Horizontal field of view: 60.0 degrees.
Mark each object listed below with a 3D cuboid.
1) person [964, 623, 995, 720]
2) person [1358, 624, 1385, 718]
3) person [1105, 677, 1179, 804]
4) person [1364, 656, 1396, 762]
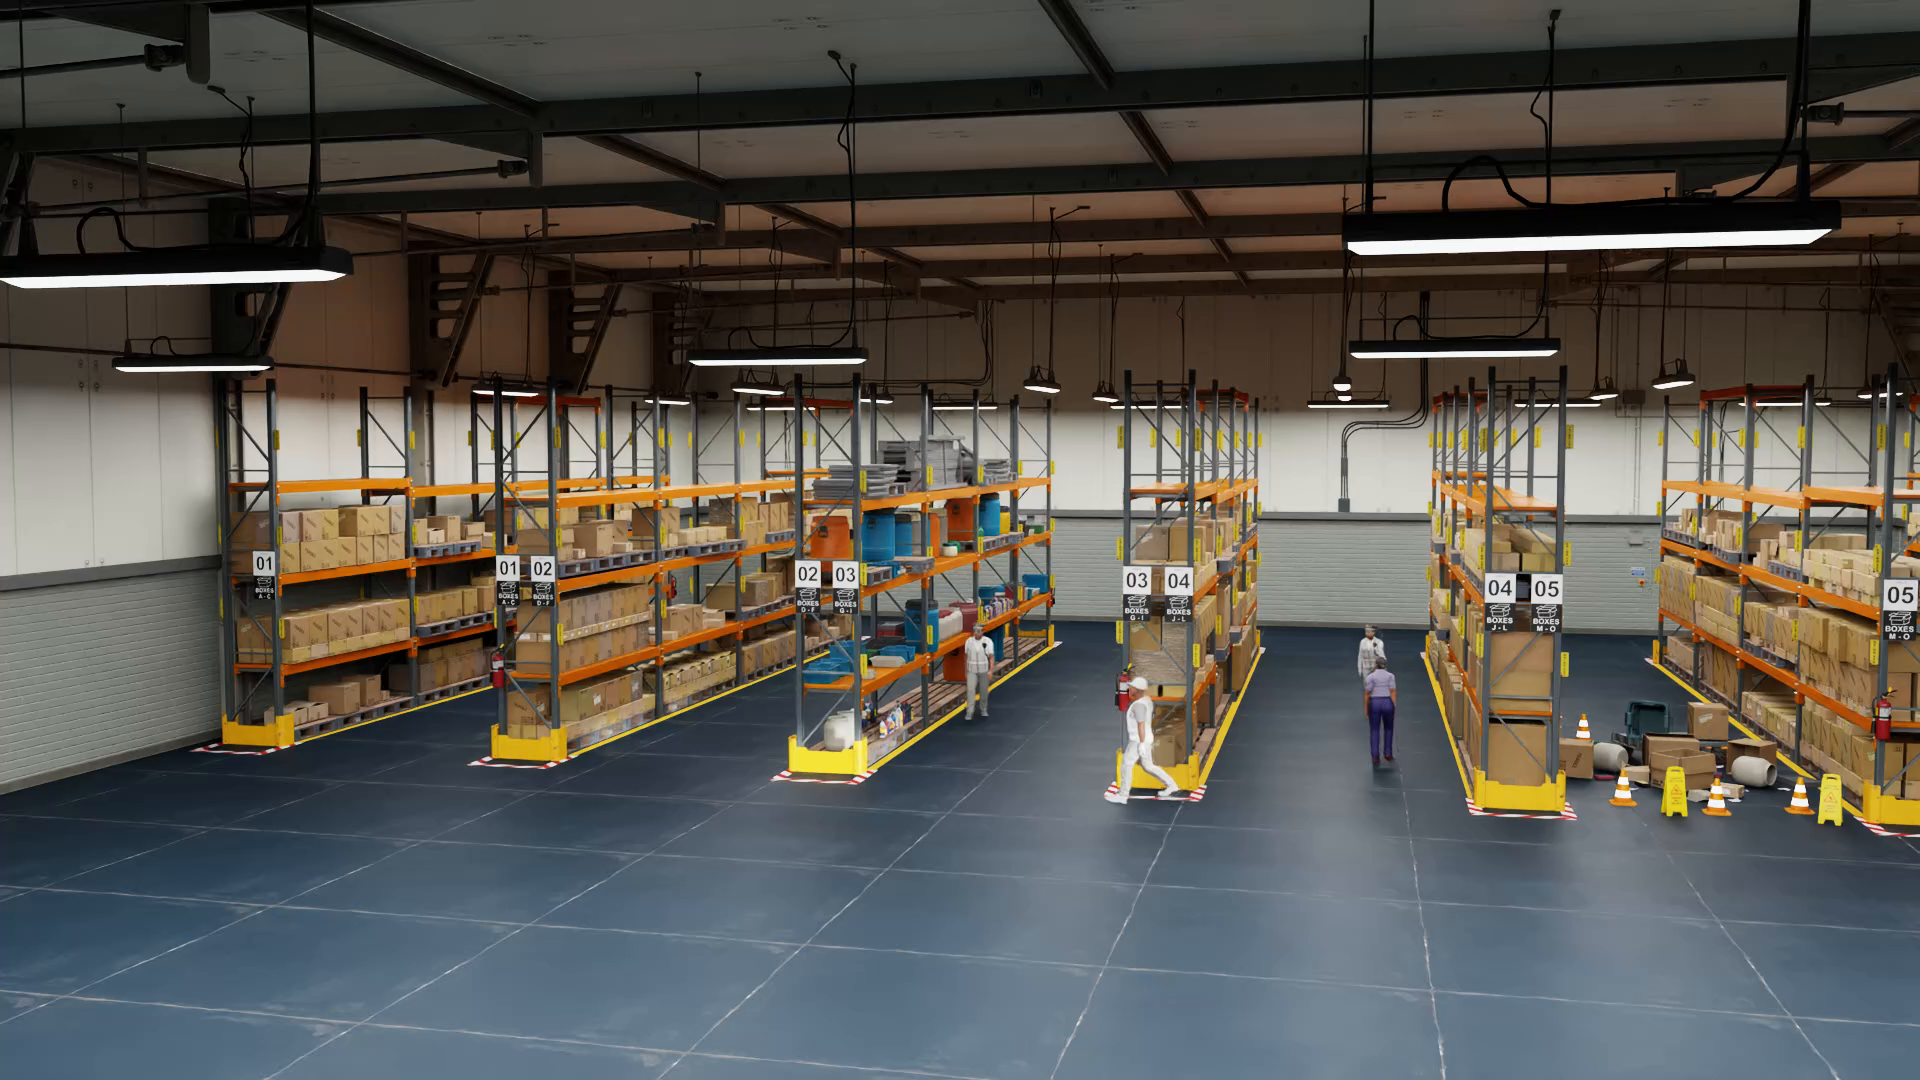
[{"bbox_3d":[0.336,2.338,29.724,0.558,1.726,0.982,0,3,5],"label":"person"},{"bbox_3d":[7.480,2.376,30.256,0.516,1.696,0.709,1,4,22],"label":"person"},{"bbox_3d":[2.510,2.753,22.858,1.024,1.749,0.561,0,3,4],"label":"person"},{"bbox_3d":[6.541,2.653,25.848,0.515,1.673,0.680,0,3,8],"label":"person"}]
